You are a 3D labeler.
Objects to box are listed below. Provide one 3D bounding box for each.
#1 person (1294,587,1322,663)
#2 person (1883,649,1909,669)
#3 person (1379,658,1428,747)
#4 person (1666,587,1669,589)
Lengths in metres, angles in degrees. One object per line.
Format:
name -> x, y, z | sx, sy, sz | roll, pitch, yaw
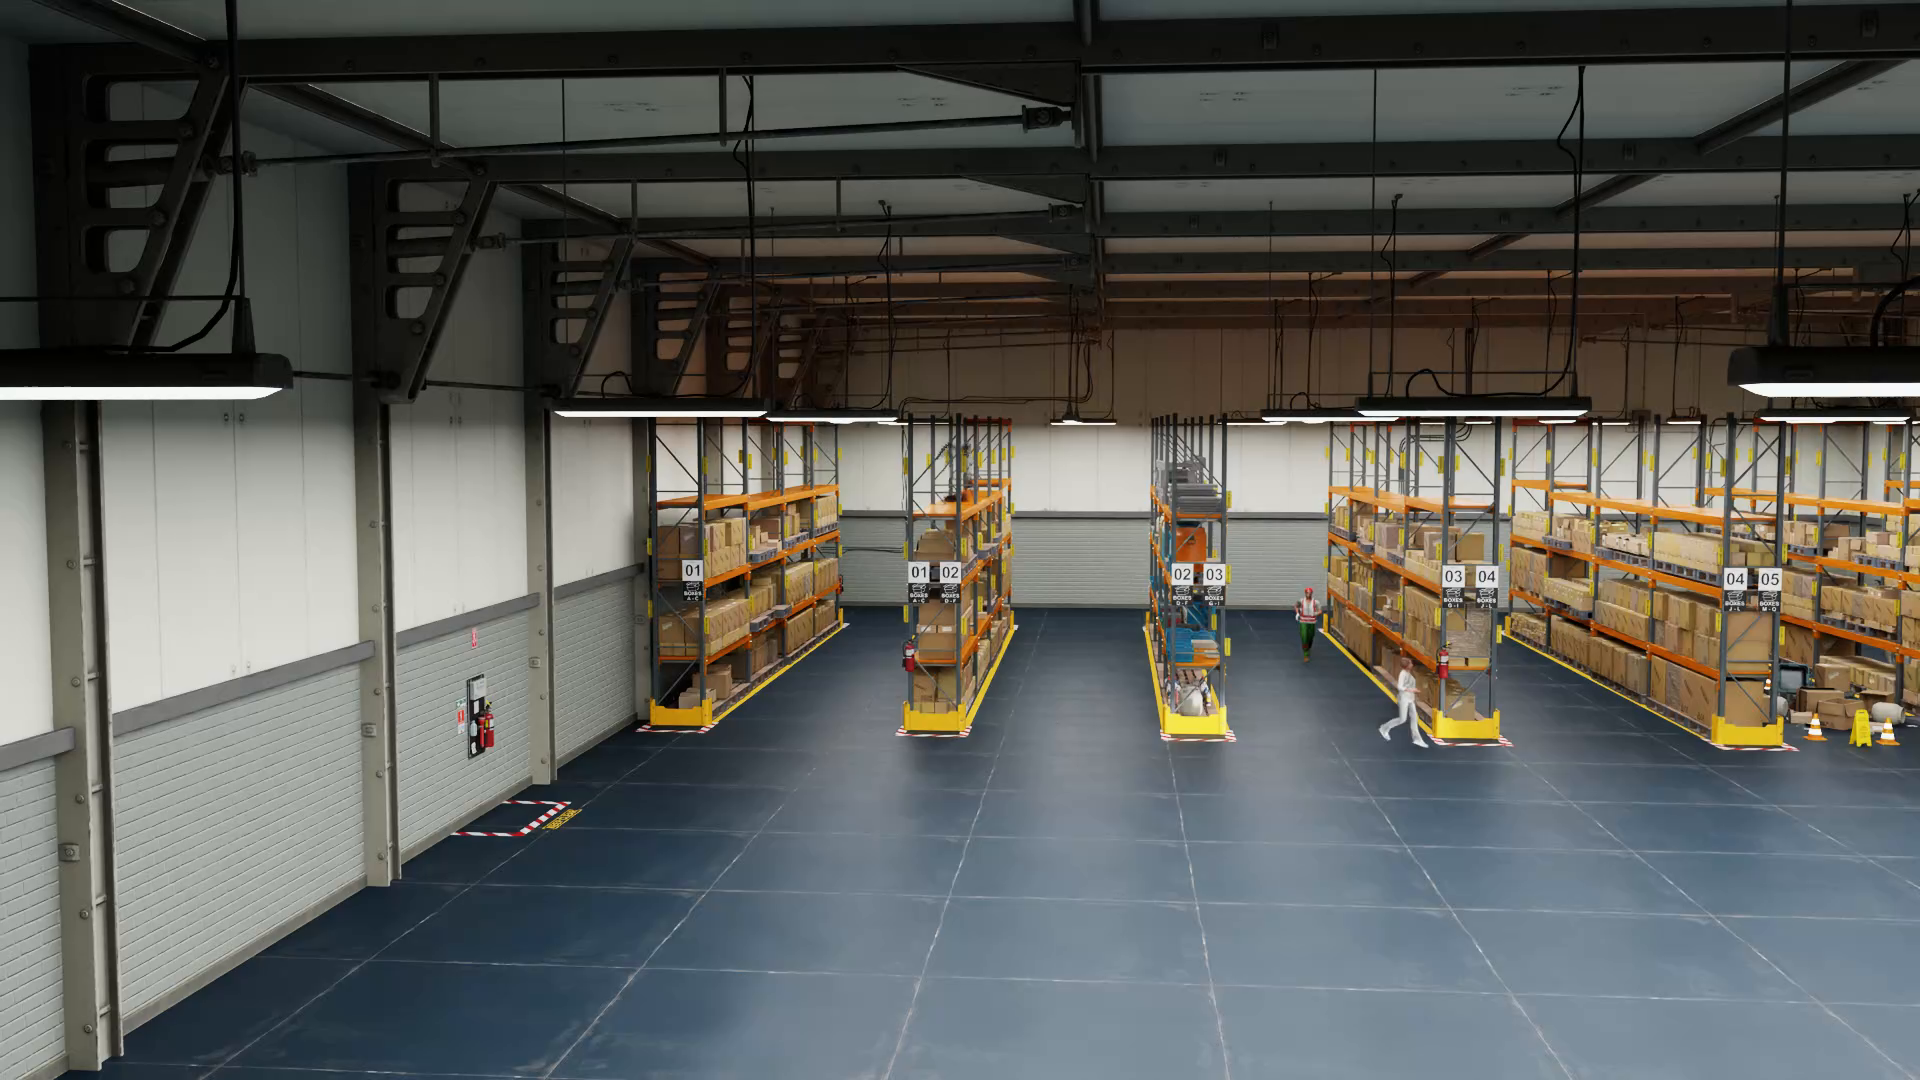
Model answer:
person -> 8.573, 2.057, 40.928 | 0.651, 1.805, 0.983 | 0, 4, 7
person -> 21.833, 2.242, 38.730 | 0.628, 1.812, 0.827 | 0, 4, 0
person -> 7.992, 2.901, 29.878 | 0.887, 1.595, 0.547 | 3, 5, 34
person -> 17.914, 2.043, 42.111 | 0.557, 1.681, 0.901 | -1, 4, -14
